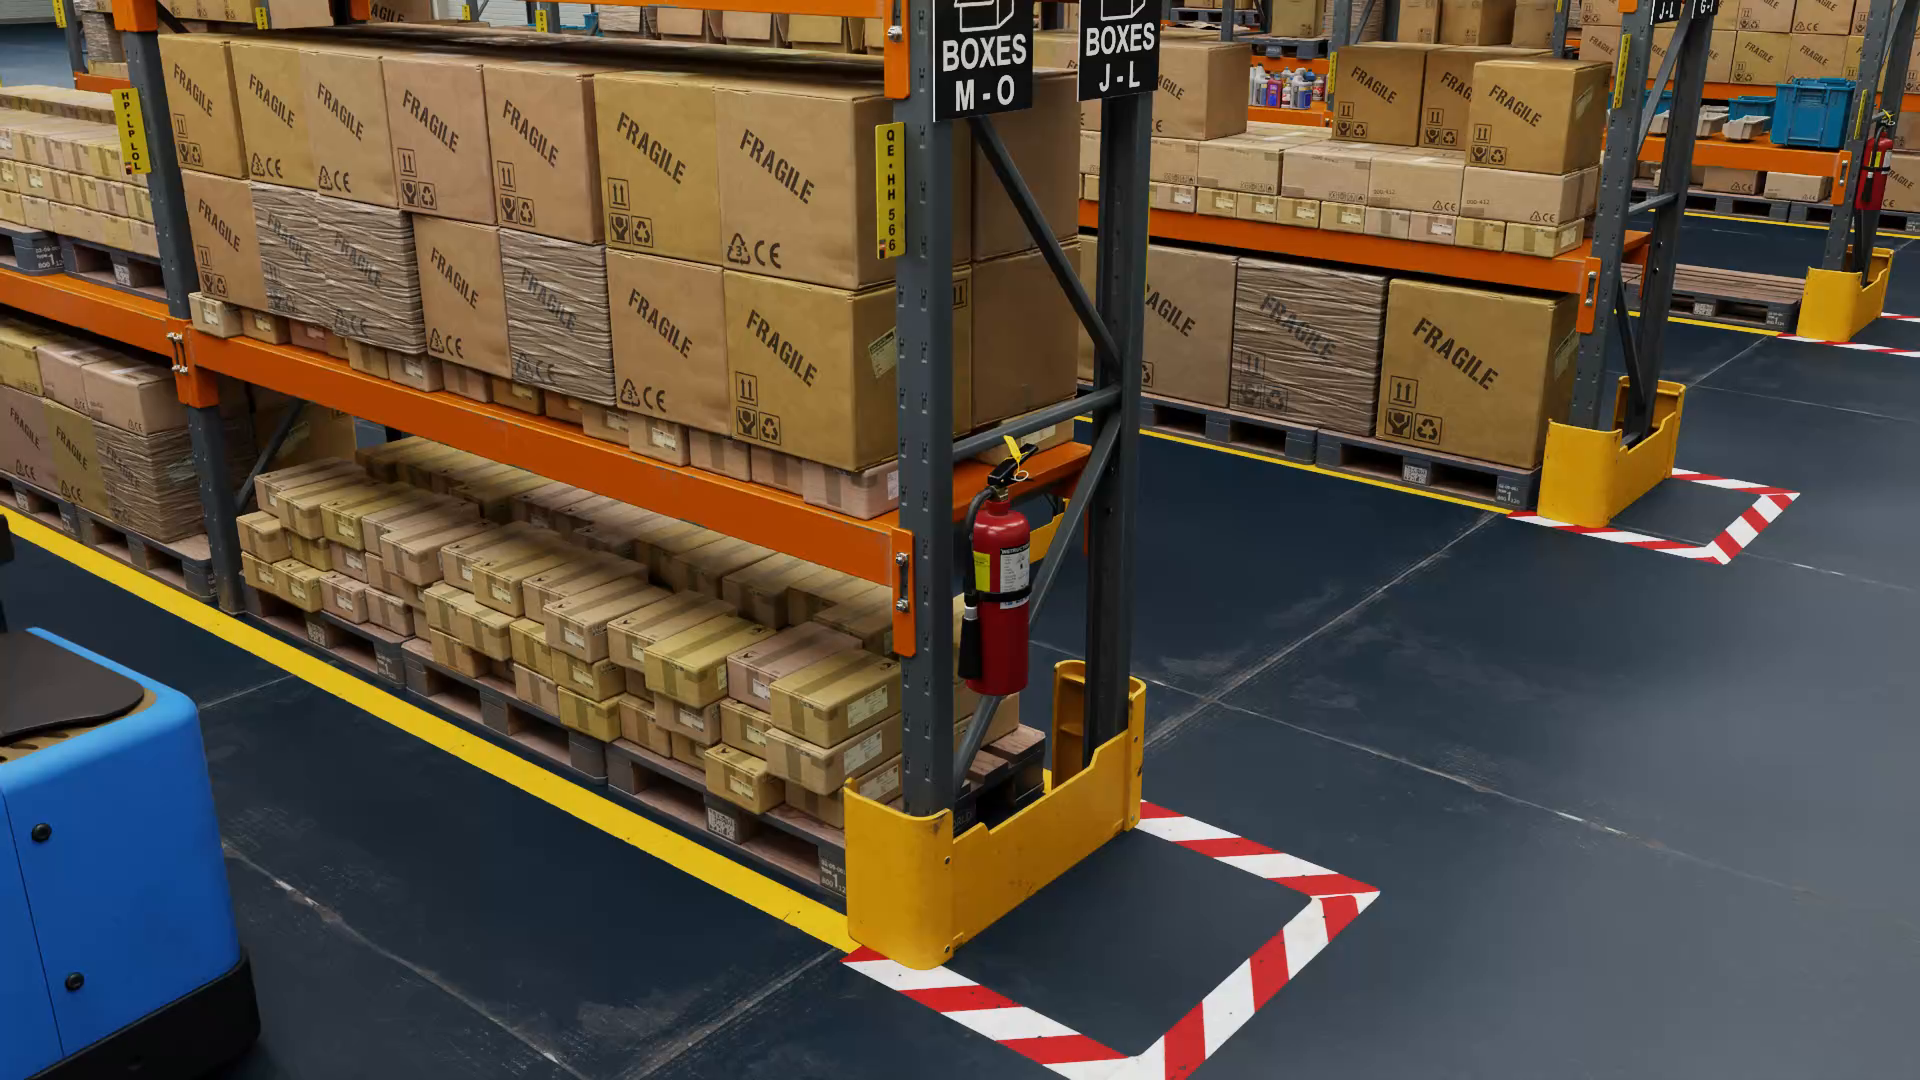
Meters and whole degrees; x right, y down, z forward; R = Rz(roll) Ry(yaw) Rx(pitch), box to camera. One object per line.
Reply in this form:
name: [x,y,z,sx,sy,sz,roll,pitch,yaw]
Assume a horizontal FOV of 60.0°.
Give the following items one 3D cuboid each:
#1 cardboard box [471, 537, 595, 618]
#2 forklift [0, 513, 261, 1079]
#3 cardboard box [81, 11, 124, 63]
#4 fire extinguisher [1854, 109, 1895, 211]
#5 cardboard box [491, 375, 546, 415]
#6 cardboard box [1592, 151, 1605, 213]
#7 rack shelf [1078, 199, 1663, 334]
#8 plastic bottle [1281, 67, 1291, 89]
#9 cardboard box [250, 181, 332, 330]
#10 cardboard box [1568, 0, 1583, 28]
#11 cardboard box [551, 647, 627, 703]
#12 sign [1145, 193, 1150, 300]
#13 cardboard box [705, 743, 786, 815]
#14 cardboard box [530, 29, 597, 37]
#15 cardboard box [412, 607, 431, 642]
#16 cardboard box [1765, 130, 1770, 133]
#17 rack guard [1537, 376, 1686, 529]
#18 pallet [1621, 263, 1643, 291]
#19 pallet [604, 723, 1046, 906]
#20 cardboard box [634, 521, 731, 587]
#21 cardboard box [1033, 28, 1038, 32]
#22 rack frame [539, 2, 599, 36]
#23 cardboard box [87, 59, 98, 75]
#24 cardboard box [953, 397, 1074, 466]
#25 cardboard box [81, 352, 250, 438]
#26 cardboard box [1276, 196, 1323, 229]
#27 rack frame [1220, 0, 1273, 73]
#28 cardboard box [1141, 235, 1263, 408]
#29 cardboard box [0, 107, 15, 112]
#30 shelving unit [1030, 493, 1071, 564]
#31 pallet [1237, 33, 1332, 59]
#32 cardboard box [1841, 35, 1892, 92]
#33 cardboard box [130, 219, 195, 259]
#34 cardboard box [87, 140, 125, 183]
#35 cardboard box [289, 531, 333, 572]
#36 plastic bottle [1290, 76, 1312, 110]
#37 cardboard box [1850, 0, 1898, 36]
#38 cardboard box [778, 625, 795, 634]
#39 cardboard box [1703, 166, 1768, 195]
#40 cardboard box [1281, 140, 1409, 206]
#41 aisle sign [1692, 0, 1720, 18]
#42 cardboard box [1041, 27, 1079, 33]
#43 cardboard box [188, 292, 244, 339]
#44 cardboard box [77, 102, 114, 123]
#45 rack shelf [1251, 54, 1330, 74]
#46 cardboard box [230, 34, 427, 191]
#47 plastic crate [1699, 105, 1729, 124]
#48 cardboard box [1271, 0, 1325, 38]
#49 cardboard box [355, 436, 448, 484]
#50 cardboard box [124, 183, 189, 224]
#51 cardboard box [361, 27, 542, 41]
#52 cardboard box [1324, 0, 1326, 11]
cardboard box: [-1.573,0.134,6.162,0.250,0.149,0.380,16,26,37]
forklift: [-3.369,-0.144,4.396,3.031,2.935,1.130,14,25,33]
cardboard box: [-8.577,-5.280,17.355,0.500,0.500,0.875,16,26,36]
fire extinguisher: [6.371,-2.640,11.556,0.183,0.674,0.296,16,26,36]
cardboard box: [-1.394,-0.565,5.773,0.250,0.149,0.380,17,26,37]
cardboard box: [3.208,-1.905,8.758,0.500,0.250,0.500,15,25,35]
rack shelf: [1.860,-1.764,9.615,4.000,0.370,1.077,16,26,36]
plastic bottle: [2.969,-4.163,15.139,0.097,0.271,0.097,0,21,0]
cardboard box: [-2.292,-1.112,6.302,0.500,0.500,0.500,16,26,36]
cardboard box: [8.404,-7.064,22.058,0.500,0.500,0.500,16,26,36]
cardboard box: [-1.207,0.410,5.854,0.250,0.149,0.380,17,26,37]
sign: [0.538,-0.875,5.010,0.005,0.325,0.100,16,26,36]
cardboard box: [-0.608,0.726,5.437,0.250,0.149,0.380,17,27,38]
cardboard box: [-3.232,-3.792,13.237,0.500,0.500,0.500,12,24,30]
cardboard box: [-1.935,0.287,6.602,0.250,0.149,0.380,15,25,34]
cardboard box: [10.221,-5.441,21.293,0.500,0.500,0.700,16,26,37]
rack guard: [3.428,-0.480,8.732,0.348,0.500,1.175,16,26,36]
pallet: [4.986,-2.171,13.625,1.213,0.211,1.003,16,26,36]
pallet: [-0.471,0.776,5.812,1.213,0.211,1.003,16,26,36]
cardboard box: [-1.028,0.040,6.414,0.250,0.149,0.380,17,26,37]
cardboard box: [0.937,-6.668,21.955,0.250,0.149,0.380,16,26,36]
rack frame: [-2.788,-3.439,13.038,0.127,3.000,1.000,16,26,36]
cardboard box: [-8.916,-4.978,17.474,0.250,0.149,0.380,16,26,36]
cardboard box: [0.151,-0.366,5.243,0.250,0.149,0.380,16,26,36]
cardboard box: [-3.641,-0.689,7.628,0.500,0.250,0.500,15,25,35]
cardboard box: [1.932,-1.812,9.077,0.250,0.149,0.380,16,26,36]
rack frame: [3.478,-6.147,20.217,0.127,3.000,1.000,16,26,36]
cardboard box: [1.469,-1.379,9.991,0.875,0.875,0.875,16,26,36]
cardboard box: [-4.954,-2.073,8.332,0.250,0.149,0.380,18,27,39]
shelving unit: [-0.059,-0.719,7.949,1.083,1.500,0.587,16,26,36]
pallet: [4.048,-5.925,19.900,1.003,0.211,1.213,16,26,36]
cardboard box: [8.753,-4.549,15.838,0.500,0.500,0.500,16,26,37]
cardboard box: [-3.337,-1.327,7.197,0.250,0.149,0.380,15,26,35]
cardboard box: [-3.547,-1.667,7.255,0.250,0.149,0.380,15,25,35]
cardboard box: [-2.573,-0.015,6.981,0.250,0.149,0.380,16,26,37]
plastic bottle: [2.933,-3.843,14.282,0.135,0.276,0.152,16,26,36]
cardboard box: [8.766,-5.013,15.652,0.500,0.500,0.500,17,26,38]
cardboard box: [-0.471,0.383,5.925,0.250,0.149,0.380,16,26,37]
cardboard box: [8.036,-3.874,17.105,0.637,0.503,0.797,16,26,36]
cardboard box: [2.079,-1.986,8.975,0.500,0.250,0.500,15,25,35]
aisle sign: [3.655,-2.937,8.021,0.004,0.787,0.394,16,26,36]
cardboard box: [0.836,-2.937,10.435,0.500,0.500,0.500,17,27,38]
cardboard box: [-2.891,-0.944,6.775,0.250,0.149,0.380,17,27,38]
cardboard box: [-4.333,-2.190,8.643,0.250,0.149,0.380,18,27,39]
rack shelf: [5.028,-5.364,19.160,4.000,0.370,1.077,16,26,36]
cardboard box: [-2.297,-1.589,6.150,0.500,0.500,0.500,15,25,35]
plastic crate: [5.836,-3.304,12.967,0.298,0.136,0.250,16,26,36]
cardboard box: [4.038,-6.280,19.834,0.500,0.500,0.700,7,22,18]
cardboard box: [-2.464,-0.346,7.438,0.250,0.149,0.380,17,27,38]
cardboard box: [-3.337,-1.467,7.146,0.250,0.149,0.380,17,27,38]
cardboard box: [-1.965,-1.723,6.505,0.500,0.500,0.500,15,25,35]
cardboard box: [5.258,-8.128,24.706,0.500,0.500,0.700,16,26,36]
